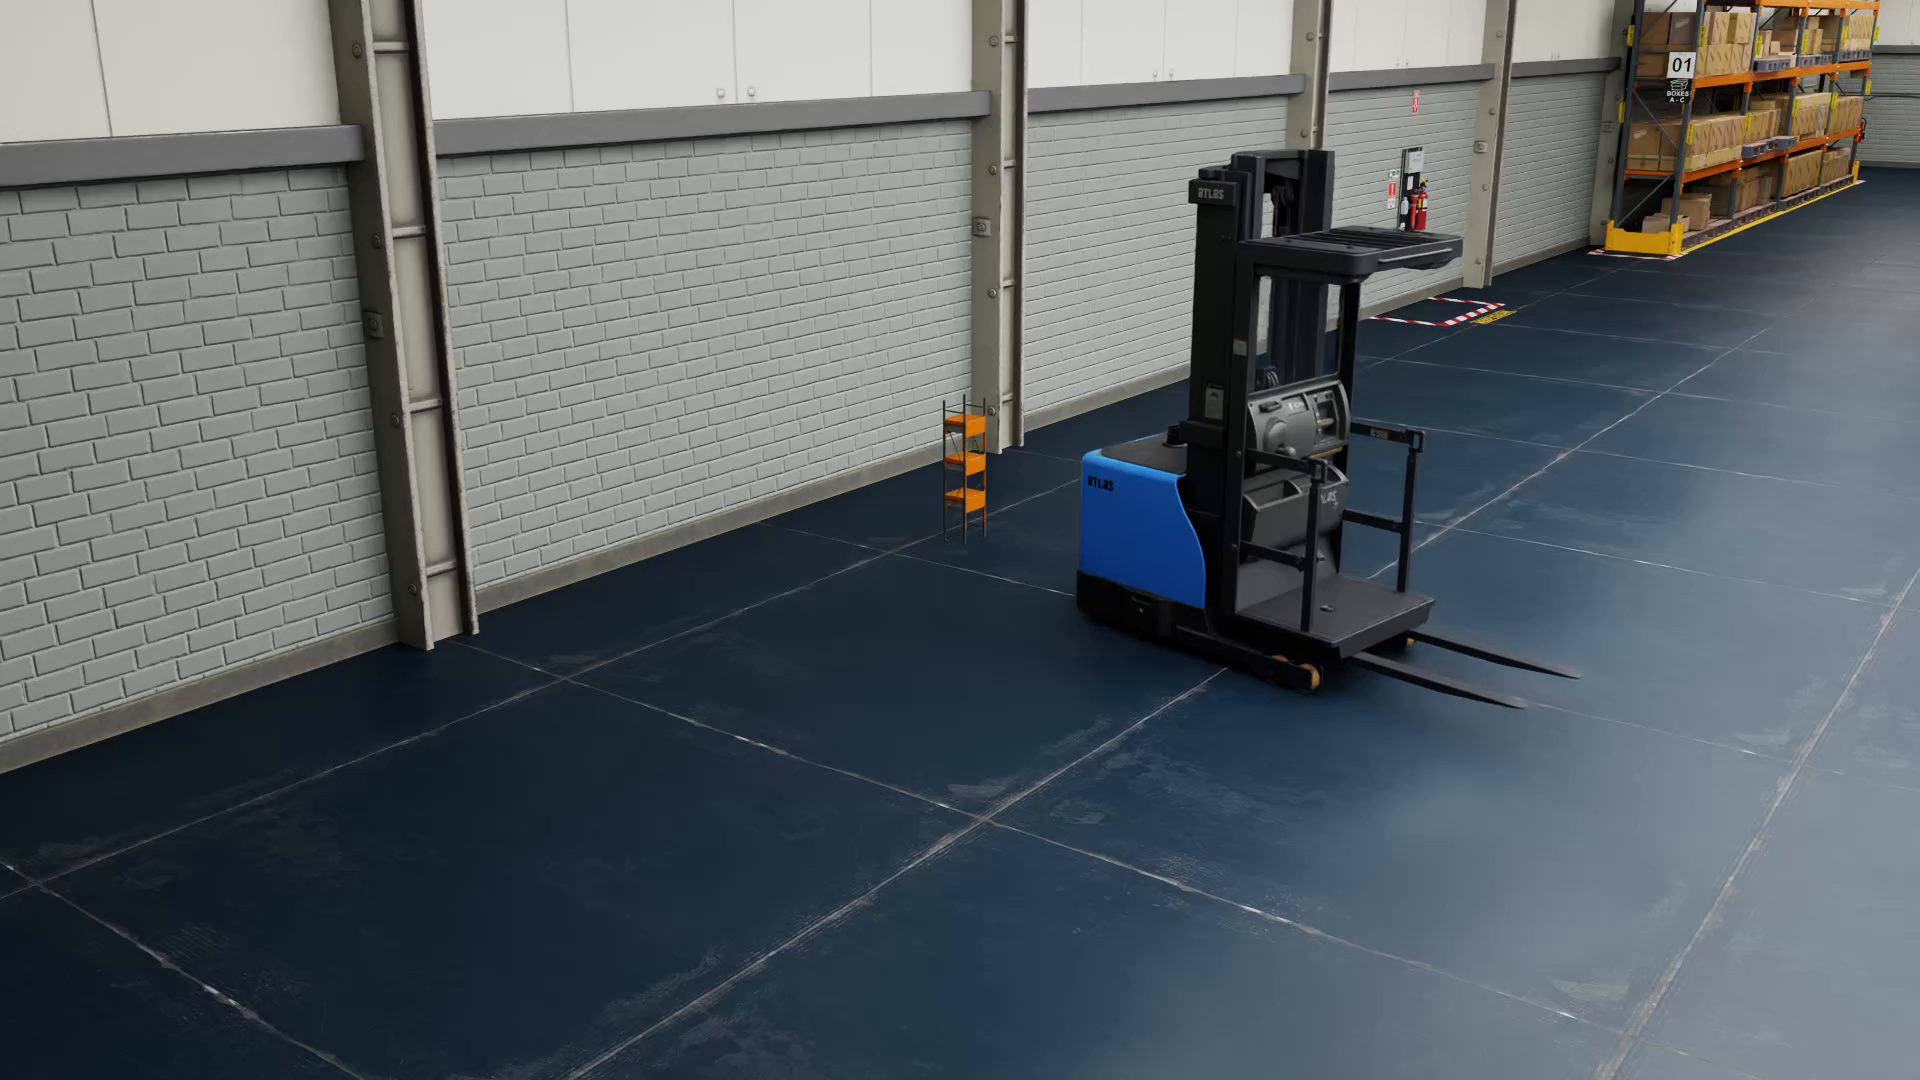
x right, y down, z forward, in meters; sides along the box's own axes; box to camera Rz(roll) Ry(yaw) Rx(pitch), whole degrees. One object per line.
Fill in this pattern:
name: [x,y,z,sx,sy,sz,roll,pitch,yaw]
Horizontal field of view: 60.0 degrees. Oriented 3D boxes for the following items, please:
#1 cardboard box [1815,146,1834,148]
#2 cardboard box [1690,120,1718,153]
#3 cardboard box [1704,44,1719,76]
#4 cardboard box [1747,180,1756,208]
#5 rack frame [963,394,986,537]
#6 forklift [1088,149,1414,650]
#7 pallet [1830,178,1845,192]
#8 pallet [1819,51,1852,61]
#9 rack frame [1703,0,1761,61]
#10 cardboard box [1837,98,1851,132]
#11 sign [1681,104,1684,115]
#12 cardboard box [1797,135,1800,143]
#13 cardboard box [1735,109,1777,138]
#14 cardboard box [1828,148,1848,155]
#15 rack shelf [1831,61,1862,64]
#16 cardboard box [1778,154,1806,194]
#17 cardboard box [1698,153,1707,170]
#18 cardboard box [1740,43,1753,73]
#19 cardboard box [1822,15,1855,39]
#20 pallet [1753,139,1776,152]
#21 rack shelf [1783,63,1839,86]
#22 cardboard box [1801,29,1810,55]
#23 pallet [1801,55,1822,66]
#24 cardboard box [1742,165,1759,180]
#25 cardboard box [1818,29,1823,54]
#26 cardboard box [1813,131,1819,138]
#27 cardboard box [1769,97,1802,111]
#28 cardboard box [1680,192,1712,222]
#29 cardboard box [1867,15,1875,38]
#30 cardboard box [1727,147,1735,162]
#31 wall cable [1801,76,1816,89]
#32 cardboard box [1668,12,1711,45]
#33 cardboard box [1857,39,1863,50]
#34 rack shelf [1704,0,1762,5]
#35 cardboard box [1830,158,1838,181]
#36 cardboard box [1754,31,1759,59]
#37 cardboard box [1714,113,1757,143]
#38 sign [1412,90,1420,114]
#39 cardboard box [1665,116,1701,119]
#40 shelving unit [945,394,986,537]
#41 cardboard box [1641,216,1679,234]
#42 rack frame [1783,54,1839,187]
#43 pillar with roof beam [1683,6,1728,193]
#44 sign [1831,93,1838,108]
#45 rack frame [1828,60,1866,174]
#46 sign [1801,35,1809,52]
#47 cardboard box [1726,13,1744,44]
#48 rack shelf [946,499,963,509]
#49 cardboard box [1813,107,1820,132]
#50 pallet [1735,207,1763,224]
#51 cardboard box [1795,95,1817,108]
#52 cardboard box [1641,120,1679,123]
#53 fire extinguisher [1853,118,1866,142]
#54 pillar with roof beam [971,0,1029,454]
cardboard box: [20.448,-9.241,39.357,0.380,0.149,0.250,13,21,35]
cardboard box: [12.479,-6.827,28.126,0.500,0.500,0.500,12,21,33]
cardboard box: [12.086,-7.880,27.300,0.500,0.500,0.500,14,22,38]
cardboard box: [15.044,-6.749,32.390,0.700,0.500,0.500,12,21,34]
rack frame: [0.105,-0.543,12.223,0.200,1.050,0.008,12,21,35]
forklift: [25.239,-3.400,17.872,46.598,3.159,22.390,-16,23,-41]
pallet: [19.730,-8.218,38.353,1.003,0.211,1.213,12,21,35]
pallet: [18.984,-10.674,36.651,1.003,0.211,1.213,12,21,35]
rack frame: [13.721,-10.051,29.435,1.000,3.000,0.127,12,21,35]
cardboard box: [19.689,-9.709,37.944,0.980,0.700,0.700,11,20,32]
sign: [13.273,-7.836,30.466,0.100,0.325,0.005,12,21,35]
cardboard box: [16.870,-8.172,33.892,0.380,0.149,0.250,13,22,36]
cardboard box: [15.521,-8.145,32.503,0.700,0.500,0.500,10,20,30]
cardboard box: [20.452,-9.052,38.749,0.380,0.149,0.250,13,22,36]
rack shelf: [19.679,-10.750,37.628,0.919,0.124,3.809,12,21,35]
cardboard box: [17.175,-7.672,34.807,0.750,0.750,0.750,12,21,34]
cardboard box: [12.181,-6.357,27.876,0.500,0.250,0.500,12,21,33]
cardboard box: [13.617,-8.511,29.332,0.500,0.500,0.500,13,22,36]
cardboard box: [19.138,-11.179,36.237,0.500,0.500,0.500,12,21,34]
pallet: [14.958,-7.568,31.880,1.003,0.211,1.213,12,21,35]
rack shelf: [17.296,-9.704,34.589,1.077,0.370,4.000,12,21,35]
cardboard box: [16.961,-10.219,34.126,0.700,0.500,0.500,14,22,37]
pallet: [17.109,-9.910,34.360,1.003,0.211,1.213,14,22,37]
cardboard box: [15.327,-7.207,32.604,0.500,0.250,0.500,13,21,36]
cardboard box: [17.875,-10.591,35.324,0.700,0.500,0.500,11,20,32]
cardboard box: [18.081,-8.659,35.459,0.380,0.149,0.250,12,21,35]
cardboard box: [16.599,-8.765,33.443,0.500,0.250,0.500,13,22,36]
cardboard box: [13.135,-5.948,29.812,0.500,0.500,0.500,11,20,31]
cardboard box: [20.654,-11.789,38.201,0.500,0.500,0.500,12,21,35]
cardboard box: [13.379,-6.840,29.431,0.500,0.250,0.500,13,21,35]
wall cable: [20.874,-11.001,40.898,0.084,1.984,1.851,12,21,35]
cardboard box: [11.762,-8.249,26.804,0.500,0.500,0.500,11,20,31]
cardboard box: [20.032,-11.183,37.515,0.500,0.250,0.500,12,21,33]
rack shelf: [12.529,-9.229,28.009,1.077,0.370,4.000,12,21,35]
cardboard box: [19.625,-8.499,38.060,0.700,0.500,0.500,13,21,36]
cardboard box: [14.111,-8.983,30.177,0.500,0.500,0.500,16,24,42]
cardboard box: [14.390,-7.691,31.040,0.700,0.500,0.500,15,23,40]
sign: [5.897,-5.664,21.517,0.001,0.298,0.199,12,21,35]
cardboard box: [12.661,-7.166,29.218,0.500,0.500,0.500,13,22,36]
shelving unit: [0.033,-0.514,12.130,0.215,1.050,0.249,12,21,35]
cardboard box: [11.822,-5.308,28.070,0.500,0.311,0.500,10,20,29]
rack frame: [18.488,-9.091,36.461,1.000,3.000,0.127,12,21,35]
pillar with roof beam: [18.092,-10.086,29.549,9.100,9.000,0.400,12,21,35]
sign: [18.929,-9.513,36.000,0.100,0.325,0.005,12,21,35]
rack frame: [28.045,-6.944,24.490,30.676,5.616,16.049,12,21,35]
sign: [16.539,-9.721,32.561,0.100,0.325,0.005,12,21,35]
cardboard box: [13.019,-8.727,28.343,0.500,0.500,0.500,12,21,33]
rack shelf: [0.032,-0.286,12.200,0.166,0.050,0.221,12,21,35]
cardboard box: [17.813,-8.895,35.124,0.500,0.500,0.500,12,21,35]
pallet: [14.910,-6.331,32.276,1.003,0.211,1.213,12,21,35]
cardboard box: [17.495,-9.129,34.615,0.500,0.250,0.500,12,21,34]
cardboard box: [11.756,-6.797,28.028,0.500,0.500,0.500,13,21,35]
fire extinguisher: [21.331,-9.783,39.449,0.296,0.674,0.183,12,21,35]
pillar with roof beam: [3.792,-4.370,11.141,9.100,9.000,0.400,12,21,35]
